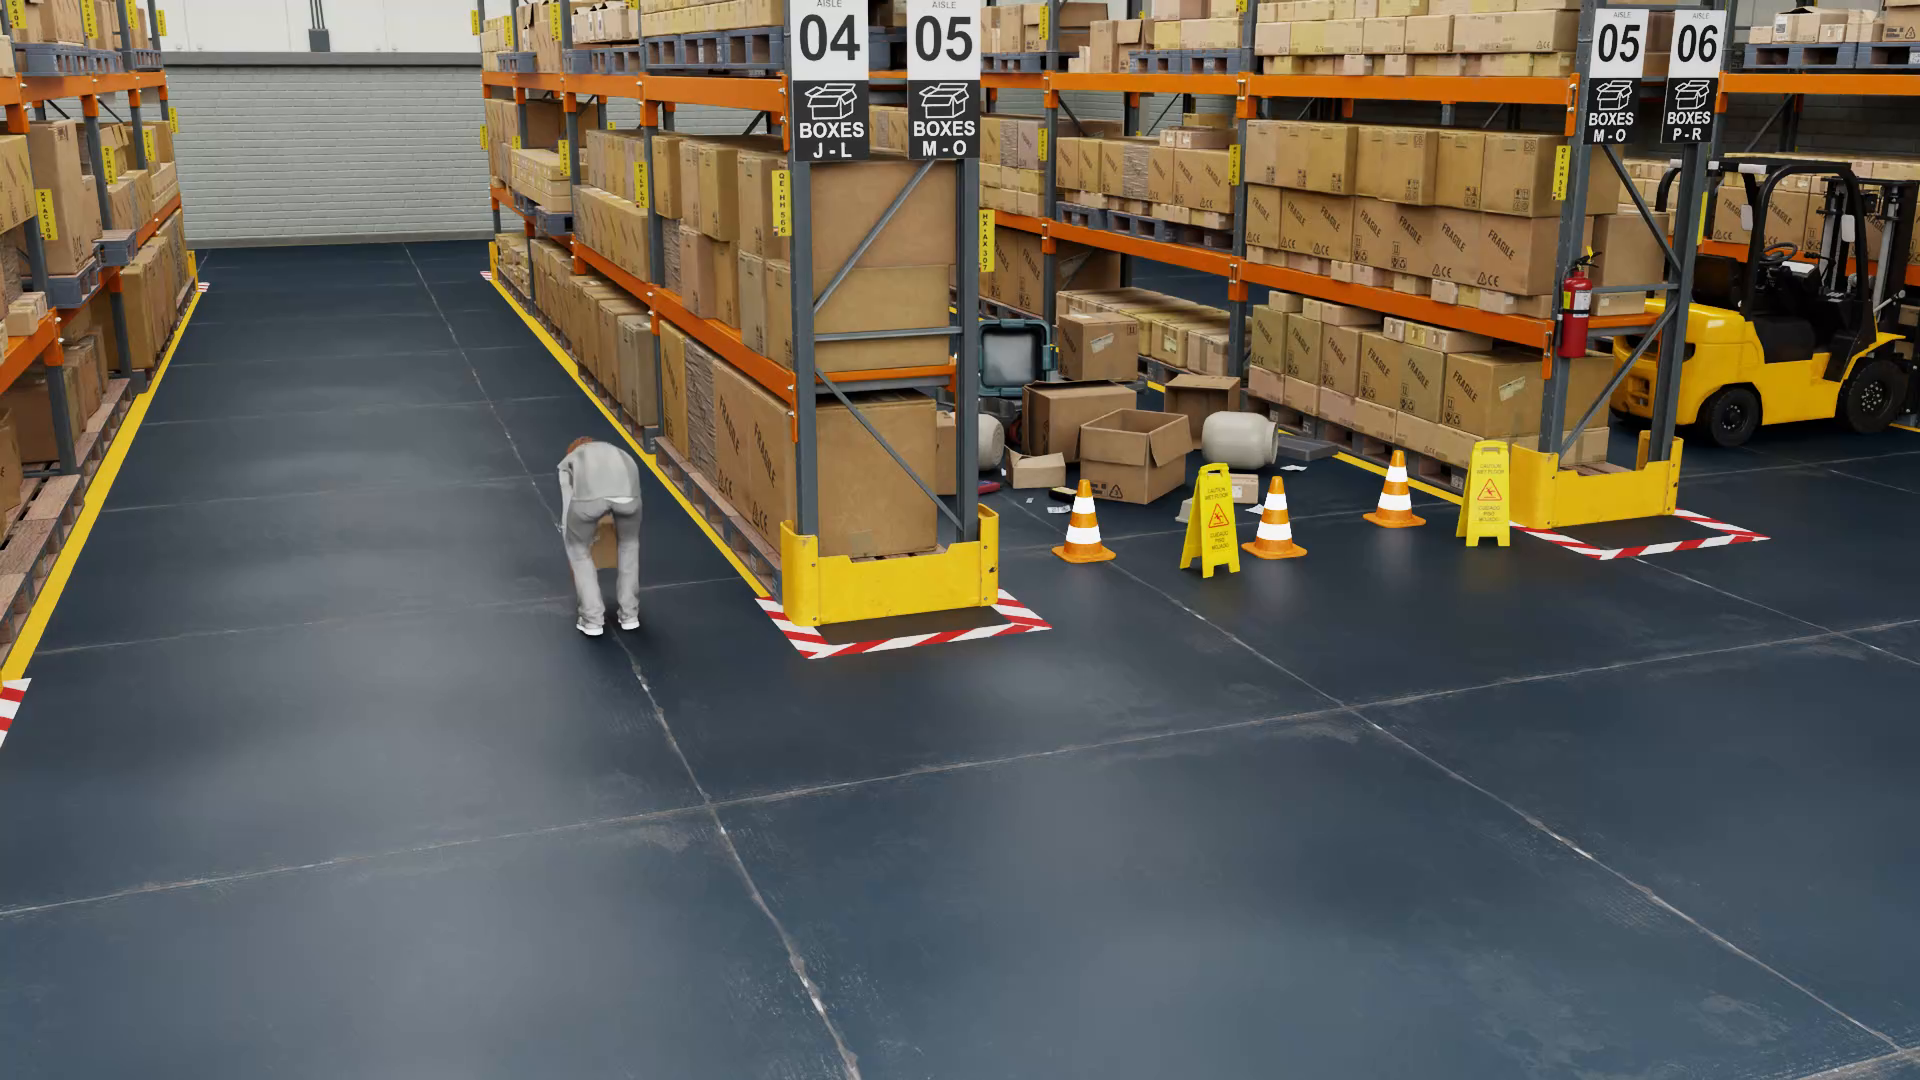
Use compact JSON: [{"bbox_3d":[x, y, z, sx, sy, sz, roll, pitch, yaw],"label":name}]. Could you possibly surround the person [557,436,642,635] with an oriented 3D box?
[{"bbox_3d":[-1.920,-0.051,8.835,0.395,0.990,0.871,-7,17,-22],"label":"person"}]
